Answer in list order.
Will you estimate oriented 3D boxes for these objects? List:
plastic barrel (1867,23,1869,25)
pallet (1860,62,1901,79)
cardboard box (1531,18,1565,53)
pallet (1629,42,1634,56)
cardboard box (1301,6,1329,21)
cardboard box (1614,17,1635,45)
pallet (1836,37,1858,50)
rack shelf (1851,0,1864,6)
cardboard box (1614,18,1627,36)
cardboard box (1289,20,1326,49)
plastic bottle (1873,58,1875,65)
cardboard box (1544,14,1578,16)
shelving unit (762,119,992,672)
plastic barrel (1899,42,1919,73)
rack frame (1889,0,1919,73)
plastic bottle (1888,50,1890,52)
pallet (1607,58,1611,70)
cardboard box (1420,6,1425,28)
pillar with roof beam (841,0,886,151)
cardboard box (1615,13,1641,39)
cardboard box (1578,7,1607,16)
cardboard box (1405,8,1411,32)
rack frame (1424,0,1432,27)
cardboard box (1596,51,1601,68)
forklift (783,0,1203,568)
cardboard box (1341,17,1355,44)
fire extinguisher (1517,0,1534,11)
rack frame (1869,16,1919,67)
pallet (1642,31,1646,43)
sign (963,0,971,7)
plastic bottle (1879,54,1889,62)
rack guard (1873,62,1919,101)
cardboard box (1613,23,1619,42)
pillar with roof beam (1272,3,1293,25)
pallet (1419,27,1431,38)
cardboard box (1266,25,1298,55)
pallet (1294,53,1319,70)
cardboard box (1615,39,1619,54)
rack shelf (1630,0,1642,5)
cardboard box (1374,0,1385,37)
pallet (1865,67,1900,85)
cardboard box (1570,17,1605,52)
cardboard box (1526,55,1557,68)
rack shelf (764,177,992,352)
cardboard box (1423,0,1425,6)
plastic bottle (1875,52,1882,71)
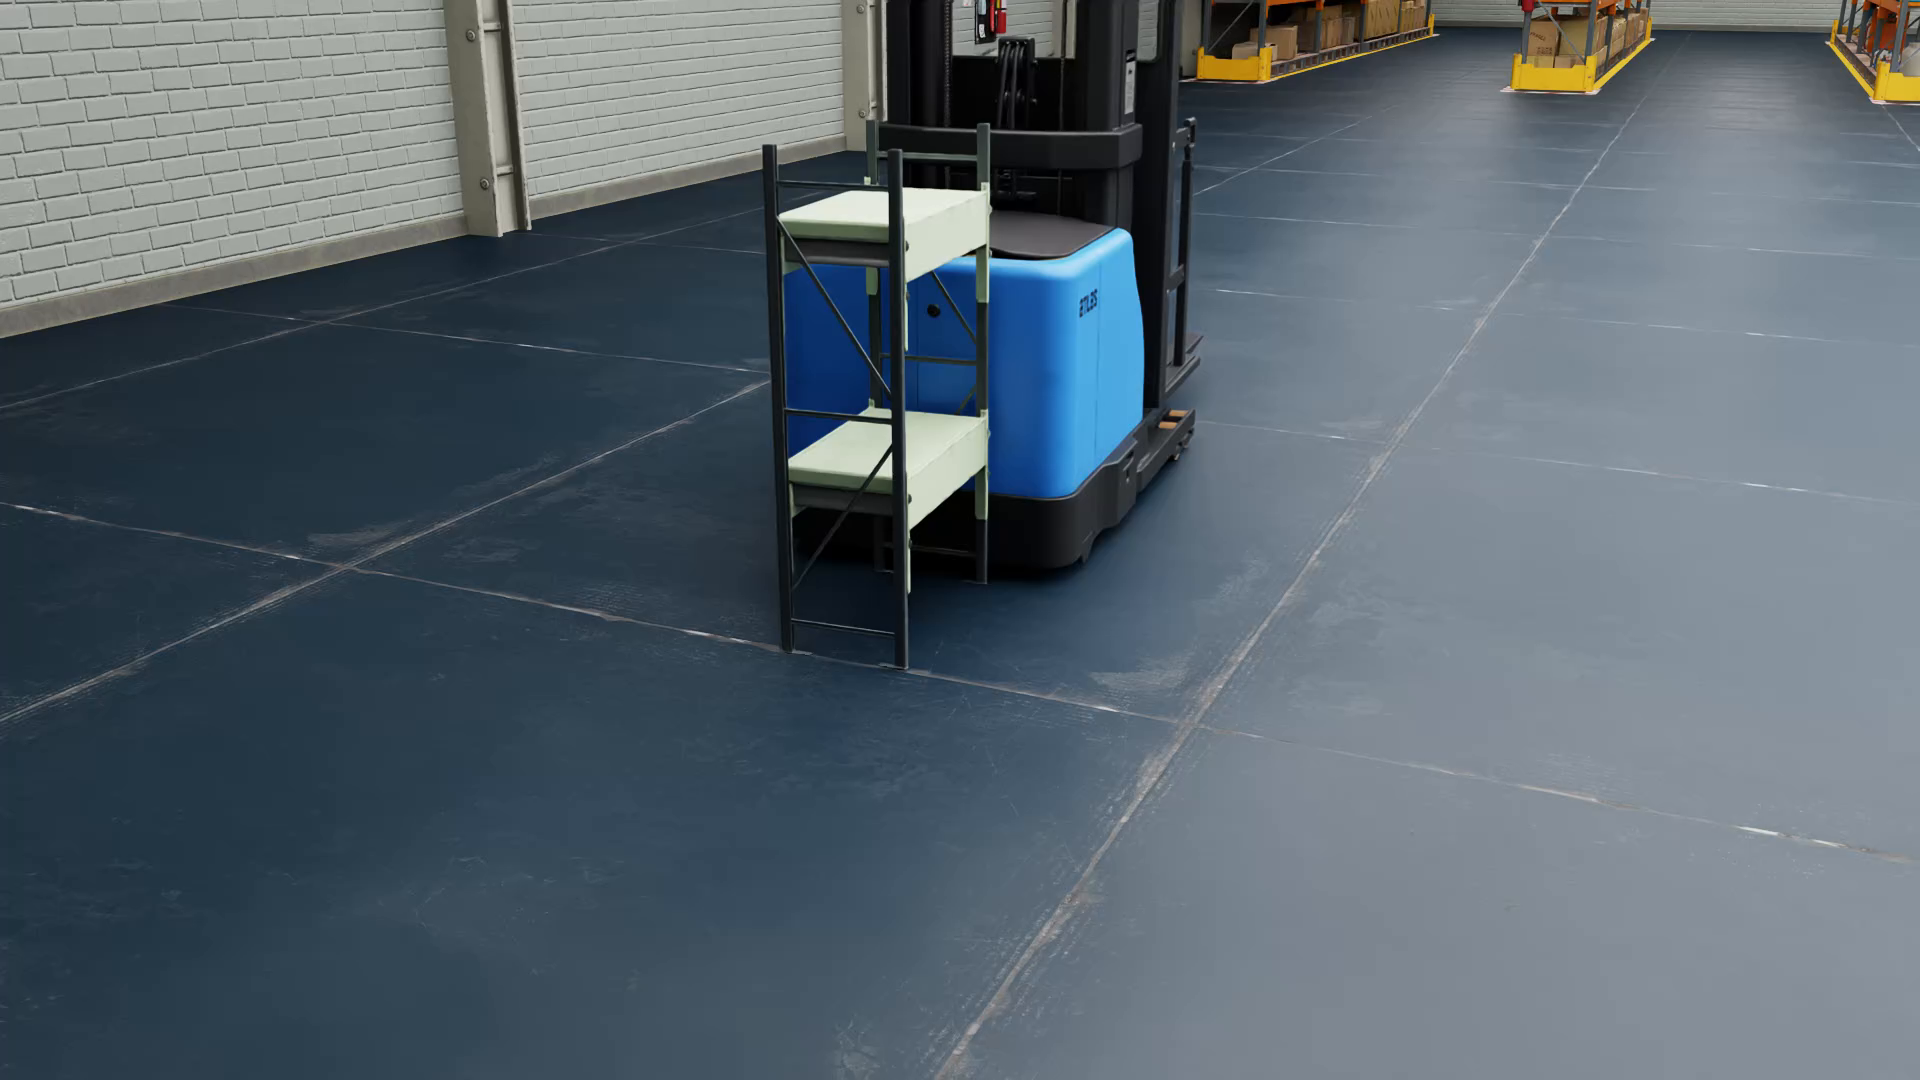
[{"bbox_3d":[17.524,-9.691,31.829,0.421,0.512,0.421,0,20,0],"label":"plastic barrel"},{"bbox_3d":[15.376,-7.692,27.284,1.003,0.211,1.213,9,21,23],"label":"pallet"},{"bbox_3d":[9.278,-7.987,26.308,0.500,0.500,0.500,9,21,23],"label":"cardboard box"},{"bbox_3d":[13.051,-9.945,33.619,1.003,0.211,1.213,9,21,23],"label":"pallet"},{"bbox_3d":[6.724,-10.025,31.636,0.500,0.250,0.500,8,21,21],"label":"cardboard box"},{"bbox_3d":[13.076,-10.107,32.987,0.500,0.500,0.500,8,21,22],"label":"cardboard box"},{"bbox_3d":[19.129,-10.497,35.170,1.003,0.211,1.213,9,21,23],"label":"pallet"},{"bbox_3d":[17.546,-10.256,31.405,1.077,0.370,4.000,9,21,23],"label":"rack shelf"},{"bbox_3d":[12.220,-9.637,31.230,0.500,0.311,0.500,9,22,24],"label":"cardboard box"},{"bbox_3d":[6.503,-9.542,31.397,0.700,0.500,0.500,8,21,22],"label":"cardboard box"},{"bbox_3d":[14.476,-7.550,26.242,0.097,0.201,0.097,0,20,0],"label":"plastic bottle"},{"bbox_3d":[10.096,-8.599,28.028,0.500,0.500,0.500,9,21,23],"label":"cardboard box"},{"bbox_3d":[-0.222,-0.461,5.027,0.431,1.500,0.755,7,21,18],"label":"shelving unit"},{"bbox_3d":[13.856,-6.929,24.061,0.421,0.512,0.421,0,20,0],"label":"plastic barrel"},{"bbox_3d":[13.451,-7.538,22.688,1.000,3.000,0.127,9,21,23],"label":"rack frame"},{"bbox_3d":[14.549,-7.534,26.074,0.061,0.283,0.133,9,21,23],"label":"plastic bottle"},{"bbox_3d":[10.838,-8.358,29.157,1.003,0.211,1.213,9,21,23],"label":"pallet"},{"bbox_3d":[10.770,-12.581,39.972,0.700,0.500,0.500,9,21,23],"label":"cardboard box"},{"bbox_3d":[2.924,-7.798,14.465,9.100,9.000,0.400,9,21,23],"label":"pillar with roof beam"},{"bbox_3d":[13.907,-10.727,34.728,0.500,0.500,0.500,8,21,22],"label":"cardboard box"},{"bbox_3d":[12.398,-10.383,32.643,0.500,0.250,0.500,9,22,25],"label":"cardboard box"},{"bbox_3d":[9.936,-11.954,38.208,0.700,0.500,0.500,8,21,22],"label":"cardboard box"},{"bbox_3d":[10.965,-13.789,40.264,1.000,3.000,0.127,9,21,23],"label":"rack frame"},{"bbox_3d":[9.972,-7.713,26.657,0.500,0.250,0.500,9,21,23],"label":"cardboard box"},{"bbox_3d":[0.363,-1.746,6.503,1.130,2.935,3.031,7,21,18],"label":"forklift"},{"bbox_3d":[7.442,-10.145,33.093,0.700,0.500,0.500,9,21,23],"label":"cardboard box"},{"bbox_3d":[8.462,-8.210,24.693,0.296,0.674,0.183,9,21,23],"label":"fire extinguisher"},{"bbox_3d":[15.089,-8.761,26.127,1.000,3.000,0.127,9,21,23],"label":"rack frame"},{"bbox_3d":[15.129,-11.529,38.072,1.003,0.211,1.213,9,21,23],"label":"pallet"},{"bbox_3d":[0.086,-6.508,19.738,0.001,0.329,0.234,9,21,23],"label":"sign"},{"bbox_3d":[13.989,-7.199,25.144,0.152,0.276,0.135,8,21,21],"label":"plastic bottle"},{"bbox_3d":[13.440,-6.390,23.191,1.175,0.500,0.348,9,21,23],"label":"rack guard"},{"bbox_3d":[11.389,-9.011,29.470,0.500,0.311,0.500,8,21,21],"label":"cardboard box"},{"bbox_3d":[10.295,-13.300,29.937,9.100,9.000,0.400,9,21,23],"label":"pillar with roof beam"},{"bbox_3d":[10.709,-12.220,40.014,1.003,0.211,1.213,9,21,23],"label":"pallet"},{"bbox_3d":[5.663,-8.827,29.387,0.500,0.500,0.500,7,21,19],"label":"cardboard box"},{"bbox_3d":[5.808,-8.596,29.825,1.003,0.211,1.213,9,21,23],"label":"pallet"},{"bbox_3d":[11.592,-8.904,30.005,0.500,0.250,0.500,9,21,24],"label":"cardboard box"},{"bbox_3d":[13.029,-10.937,33.319,1.077,0.370,4.000,9,21,23],"label":"rack shelf"},{"bbox_3d":[8.474,-11.002,35.009,0.750,0.750,0.750,8,21,22],"label":"cardboard box"},{"bbox_3d":[14.776,-7.247,26.033,1.003,0.211,1.213,9,21,23],"label":"pallet"},{"bbox_3d":[9.973,-8.066,26.531,0.500,0.500,0.500,9,21,23],"label":"cardboard box"},{"bbox_3d":[8.884,-7.326,25.568,0.500,0.250,0.500,9,21,23],"label":"cardboard box"},{"bbox_3d":[-0.222,-0.829,4.896,0.431,0.370,0.720,7,21,18],"label":"rack shelf"},{"bbox_3d":[10.883,-12.822,39.683,0.380,0.149,0.250,8,21,22],"label":"cardboard box"},{"bbox_3d":[14.197,-7.396,25.686,0.061,0.283,0.133,10,22,25],"label":"plastic bottle"}]
